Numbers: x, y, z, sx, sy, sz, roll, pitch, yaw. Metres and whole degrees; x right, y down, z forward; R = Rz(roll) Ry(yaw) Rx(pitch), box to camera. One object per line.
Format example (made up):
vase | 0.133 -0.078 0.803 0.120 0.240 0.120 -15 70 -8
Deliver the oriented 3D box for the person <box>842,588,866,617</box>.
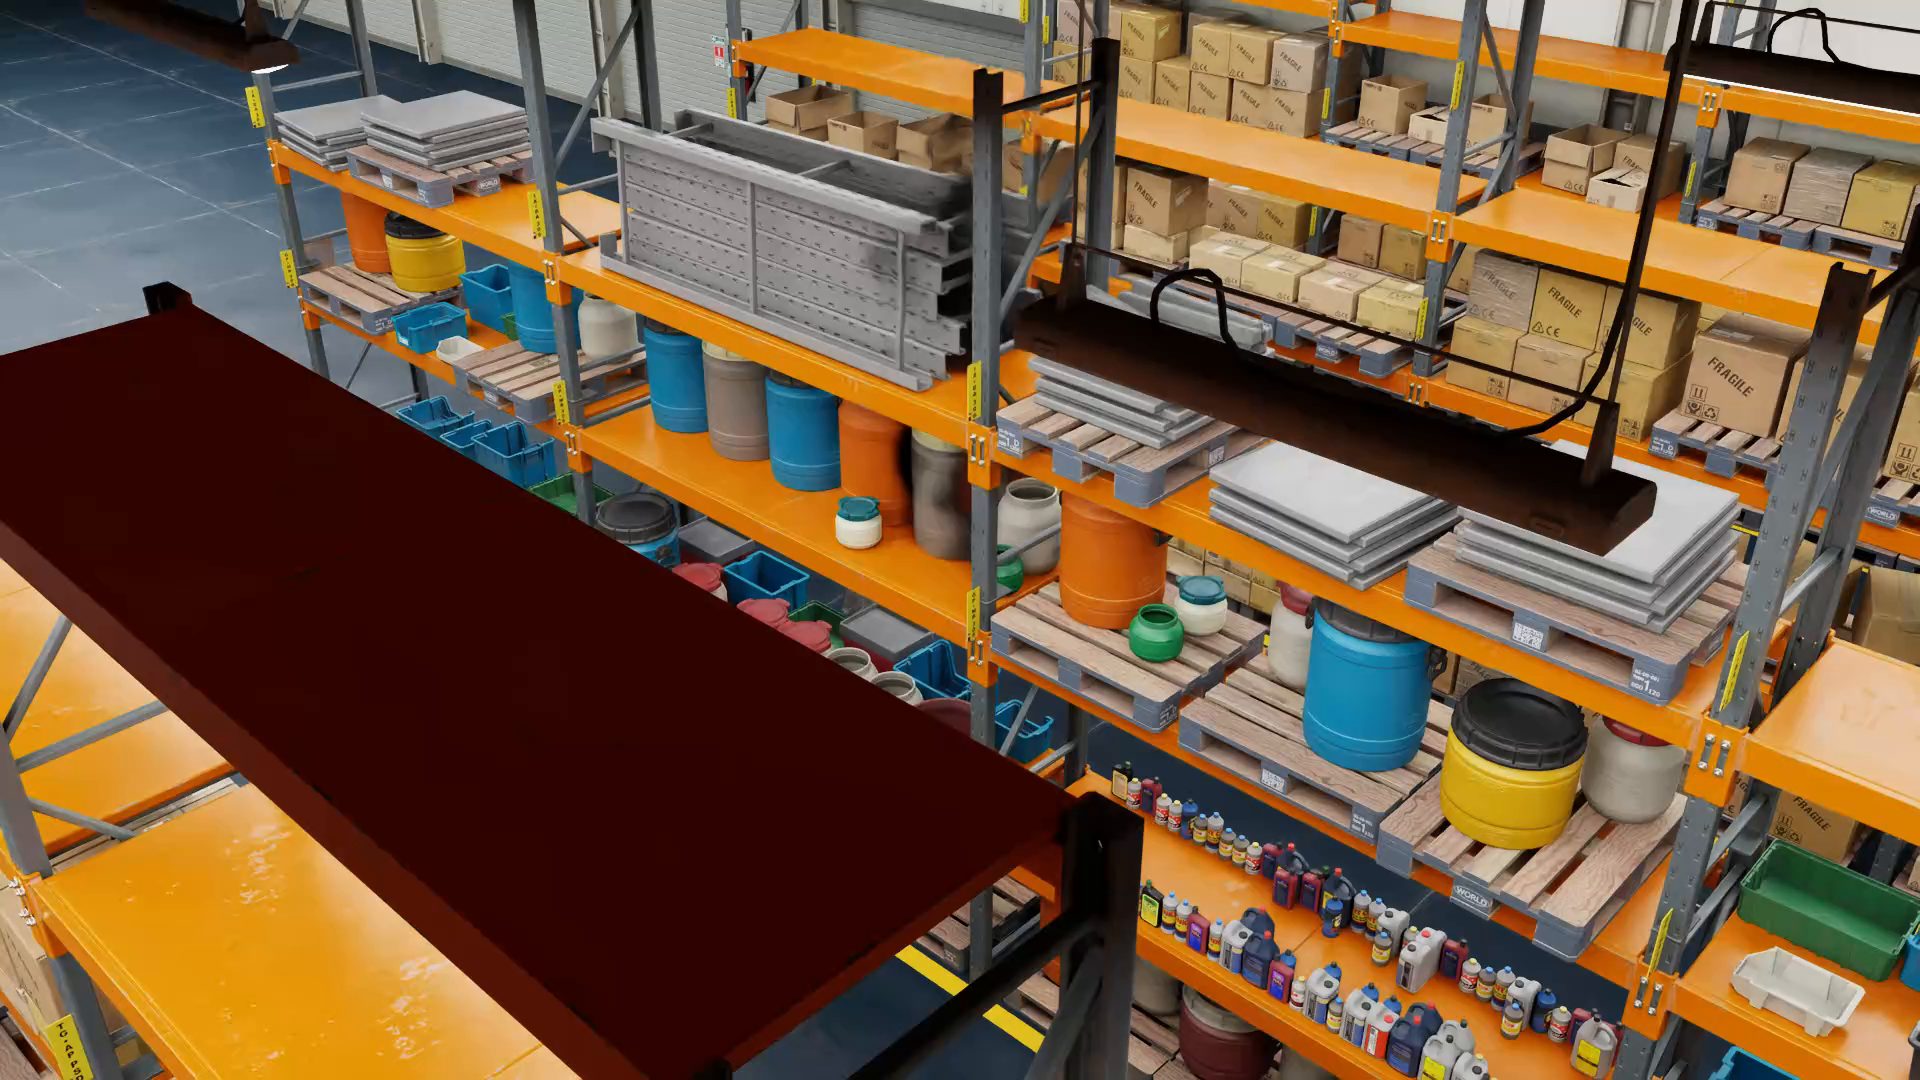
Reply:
person | -0.720 0.043 13.882 0.748 1.754 0.551 20 35 32
